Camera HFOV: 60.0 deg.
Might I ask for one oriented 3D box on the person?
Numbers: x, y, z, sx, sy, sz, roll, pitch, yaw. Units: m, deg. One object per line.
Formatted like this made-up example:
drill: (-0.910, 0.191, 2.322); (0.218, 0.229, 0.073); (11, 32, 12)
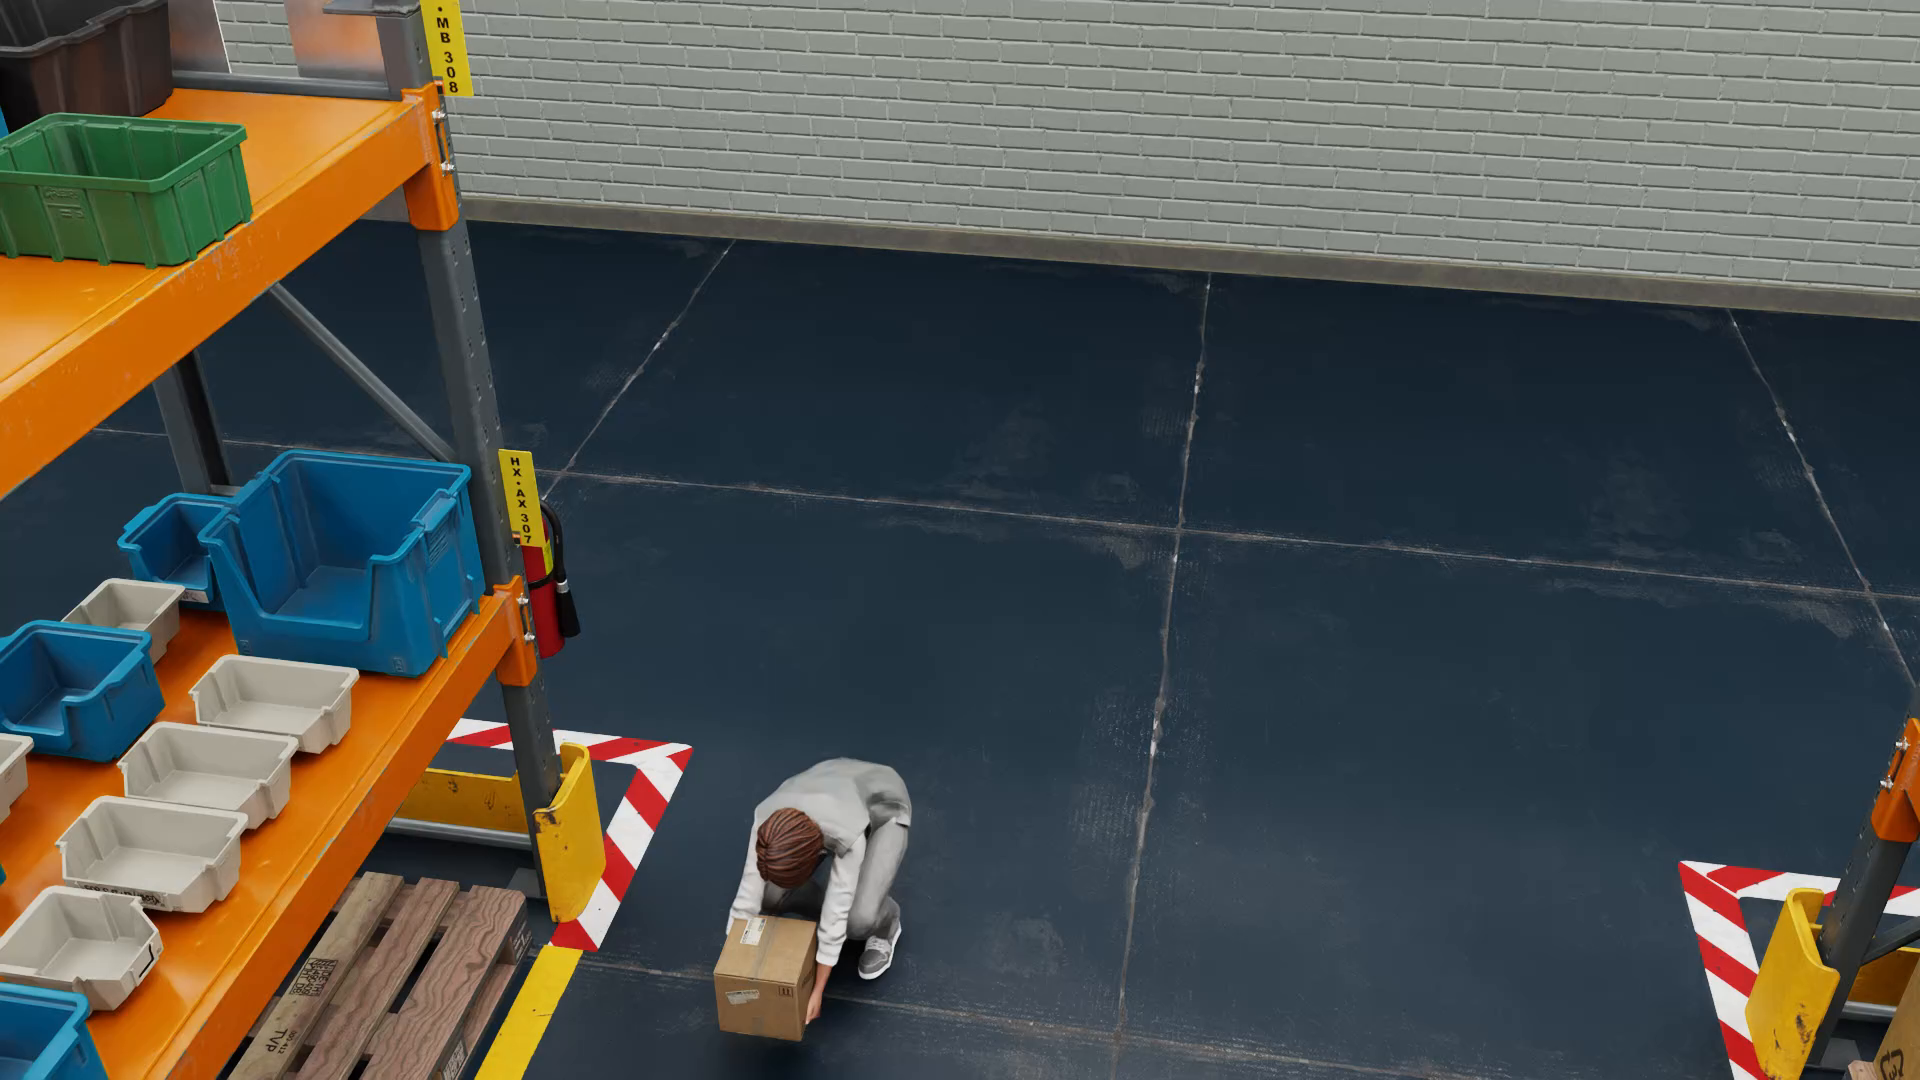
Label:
person: (-0.429, 1.047, 5.183); (0.417, 0.890, 0.888); (13, 35, 19)
